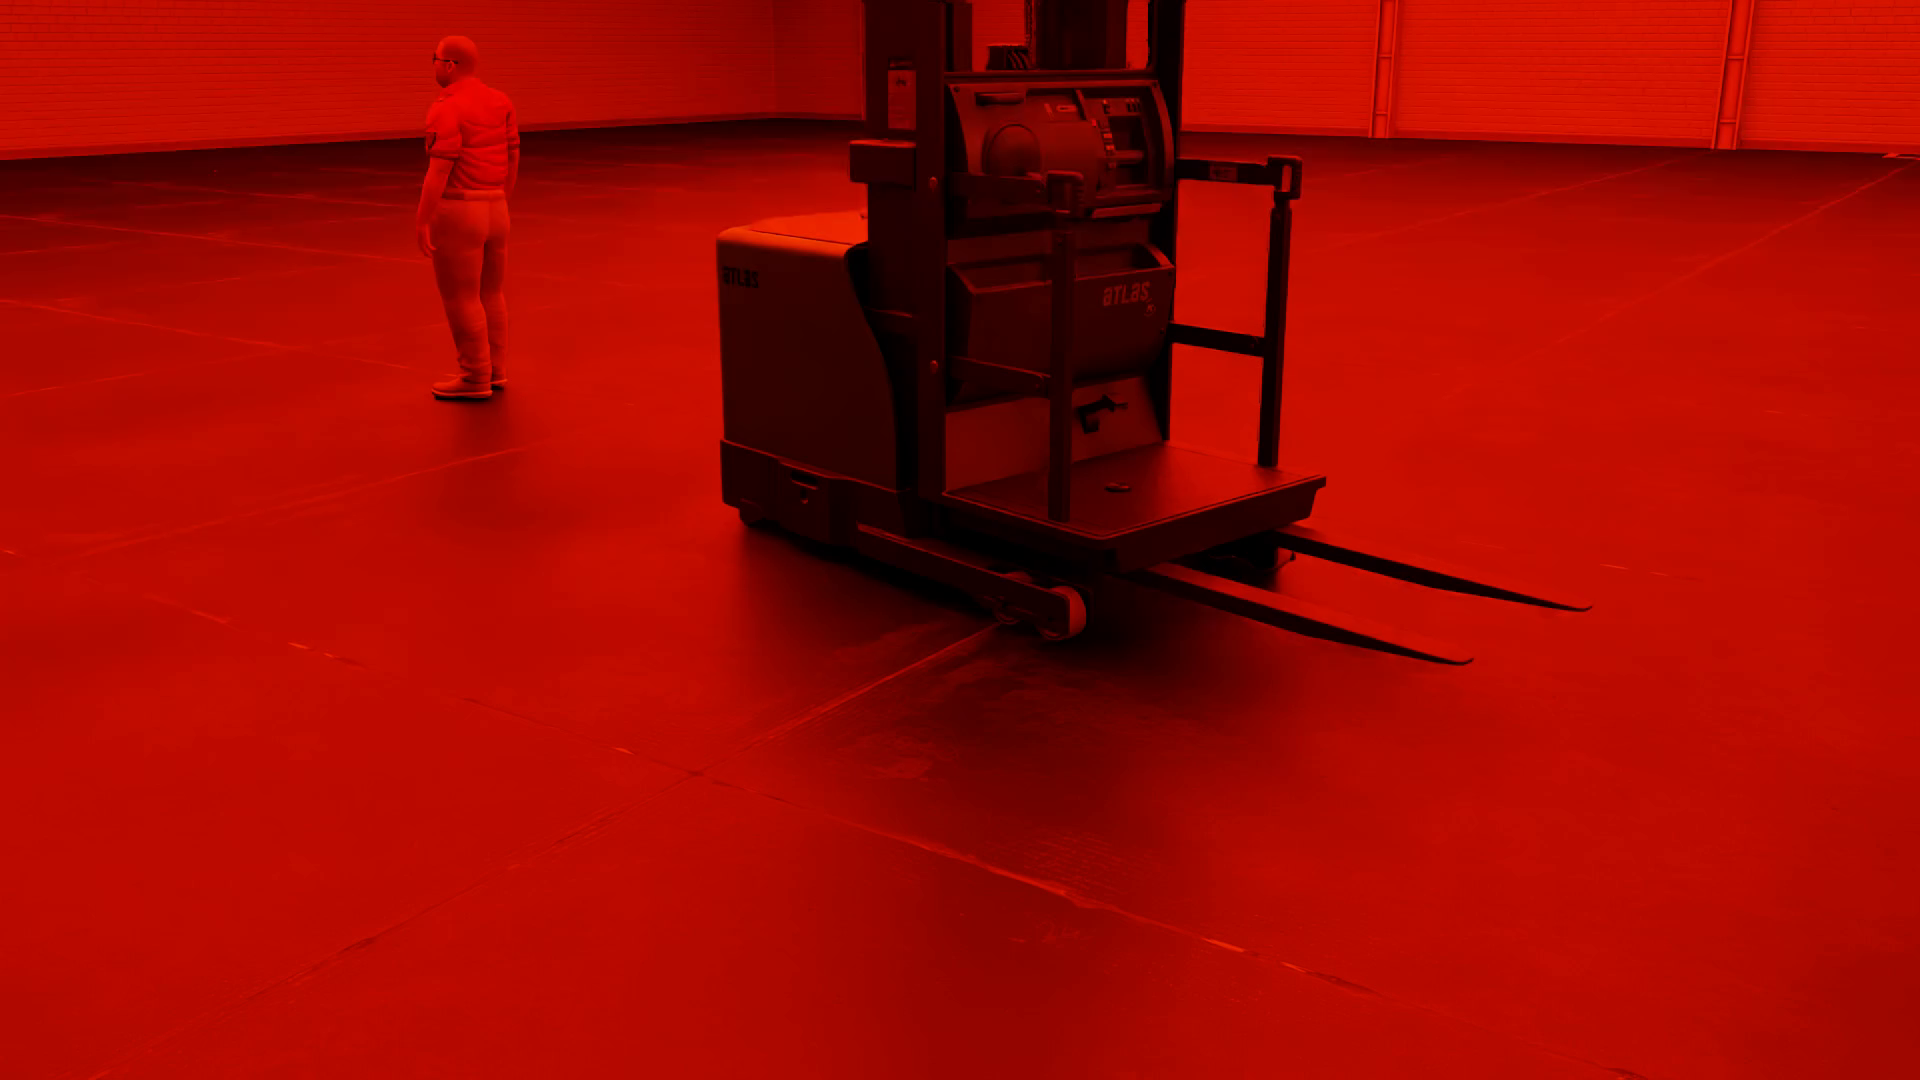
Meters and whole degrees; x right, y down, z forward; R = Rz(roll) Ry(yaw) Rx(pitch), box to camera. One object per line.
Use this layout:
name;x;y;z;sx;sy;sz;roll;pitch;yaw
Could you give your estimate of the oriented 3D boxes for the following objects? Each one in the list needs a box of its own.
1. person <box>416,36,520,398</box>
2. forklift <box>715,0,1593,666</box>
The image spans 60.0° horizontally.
person;-2.469;-1.560;8.121;0.550;1.728;0.641;7;18;23
forklift;0.476;-1.267;5.071;1.130;2.935;3.031;-15;22;-40
